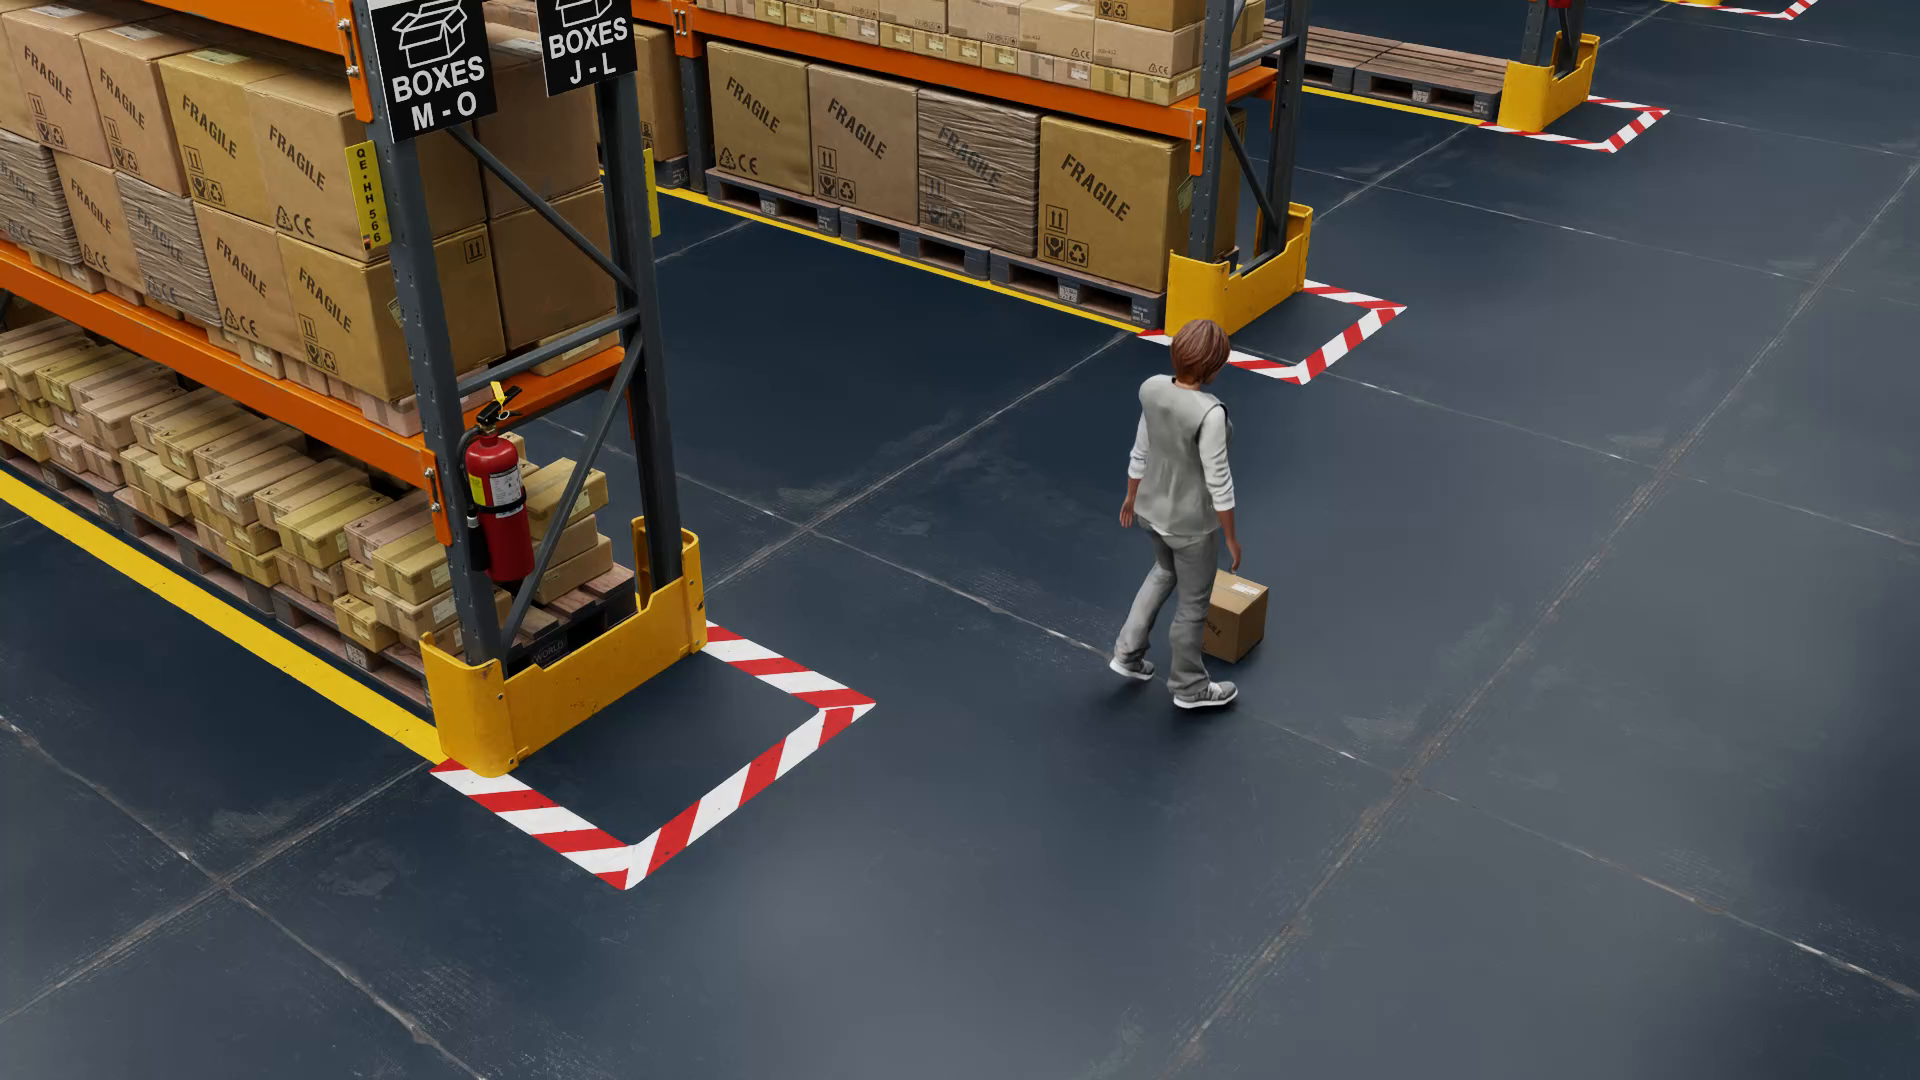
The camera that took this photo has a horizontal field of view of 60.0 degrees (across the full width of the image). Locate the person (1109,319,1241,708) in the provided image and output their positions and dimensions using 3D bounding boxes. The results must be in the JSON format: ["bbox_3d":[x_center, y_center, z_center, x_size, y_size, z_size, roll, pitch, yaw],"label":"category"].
[{"bbox_3d":[0.840,-0.072,6.221,0.411,1.599,0.521,-21,37,-30],"label":"person"}]
